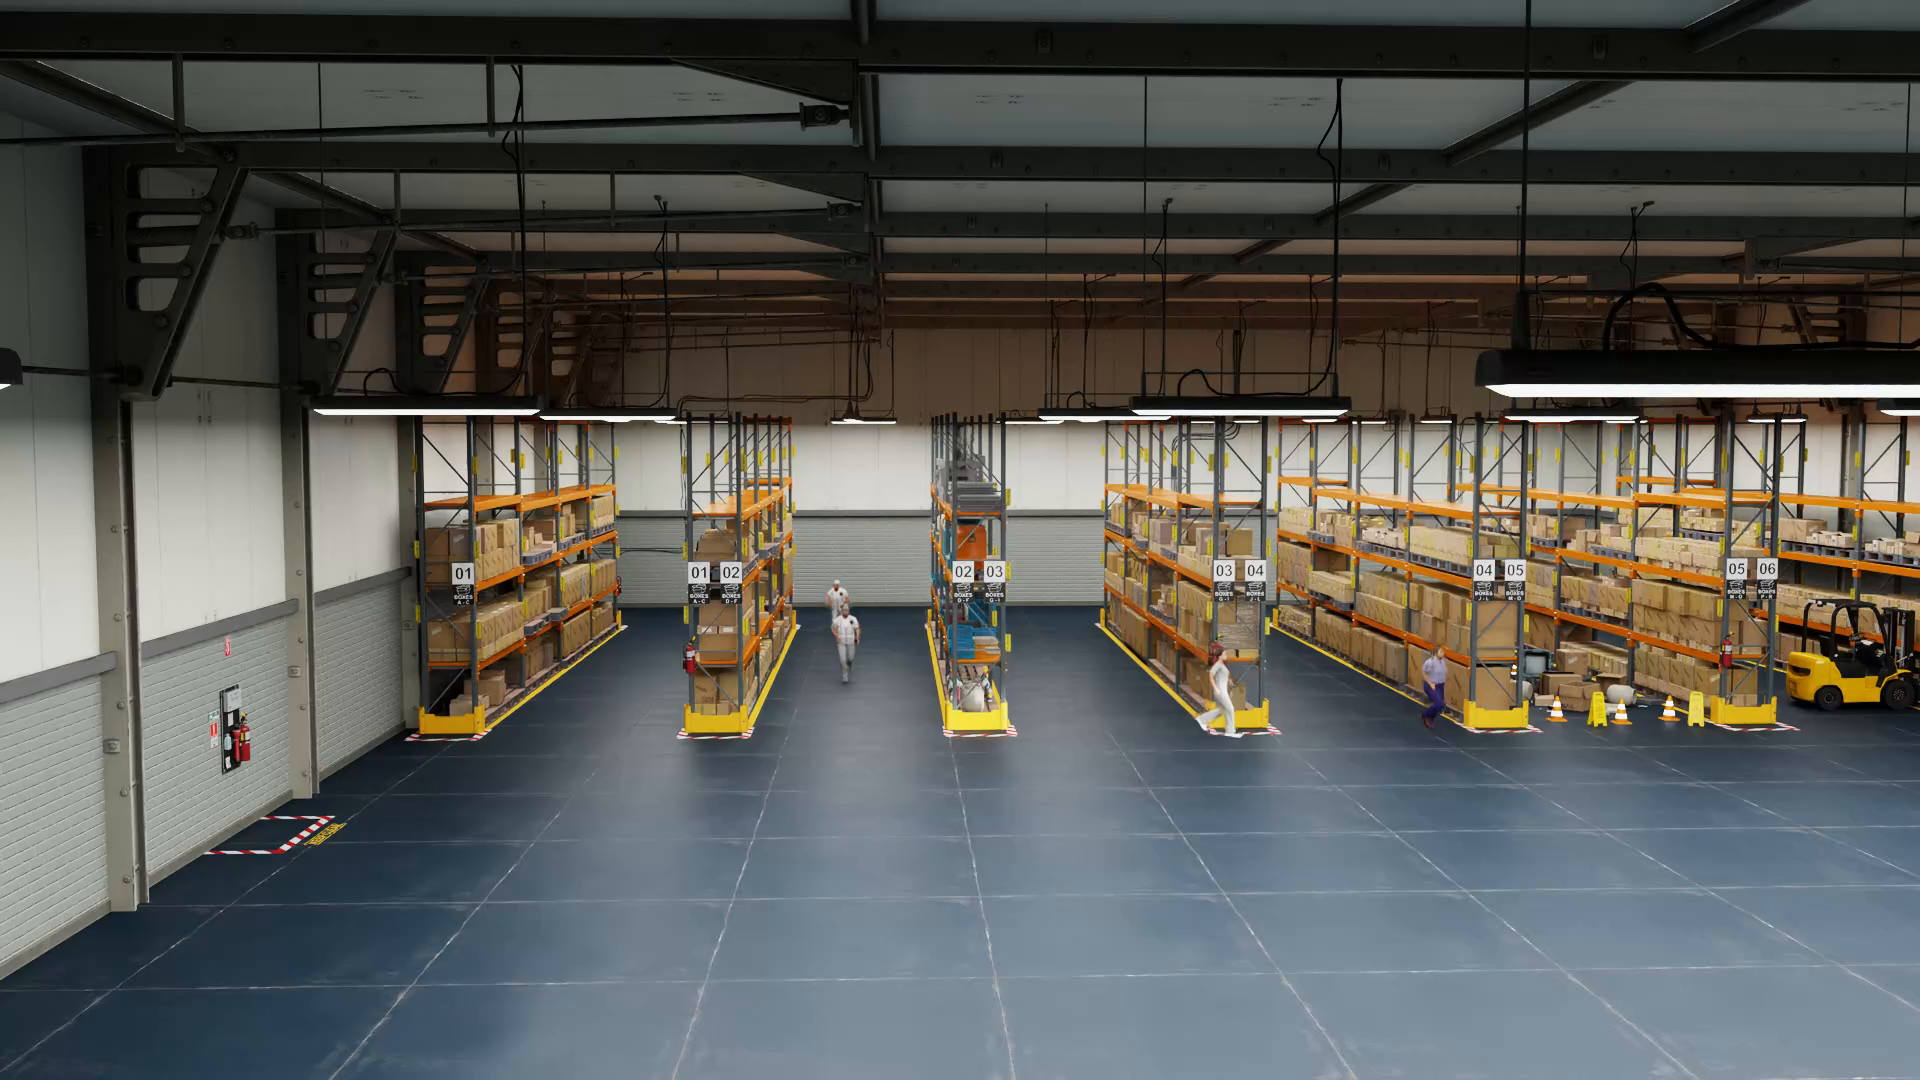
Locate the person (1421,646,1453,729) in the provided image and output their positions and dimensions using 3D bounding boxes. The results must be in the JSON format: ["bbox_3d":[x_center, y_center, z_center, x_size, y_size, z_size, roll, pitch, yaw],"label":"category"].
[{"bbox_3d":[8.981,2.793,31.428,0.574,1.595,0.563,-3,5,-37],"label":"person"}]

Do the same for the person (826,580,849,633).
[{"bbox_3d":[-3.299,1.891,44.851,0.631,1.640,0.696,0,4,-5],"label":"person"}]

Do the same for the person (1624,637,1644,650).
[{"bbox_3d":[16.340,2.081,40.230,0.646,1.840,0.886,0,4,-4],"label":"person"}]

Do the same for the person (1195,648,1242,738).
[{"bbox_3d":[4.772,2.813,30.658,0.854,1.656,0.606,1,4,13],"label":"person"}]

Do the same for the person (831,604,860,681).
[{"bbox_3d":[-2.585,2.305,37.615,0.665,1.746,0.559,-1,4,-8],"label":"person"}]
